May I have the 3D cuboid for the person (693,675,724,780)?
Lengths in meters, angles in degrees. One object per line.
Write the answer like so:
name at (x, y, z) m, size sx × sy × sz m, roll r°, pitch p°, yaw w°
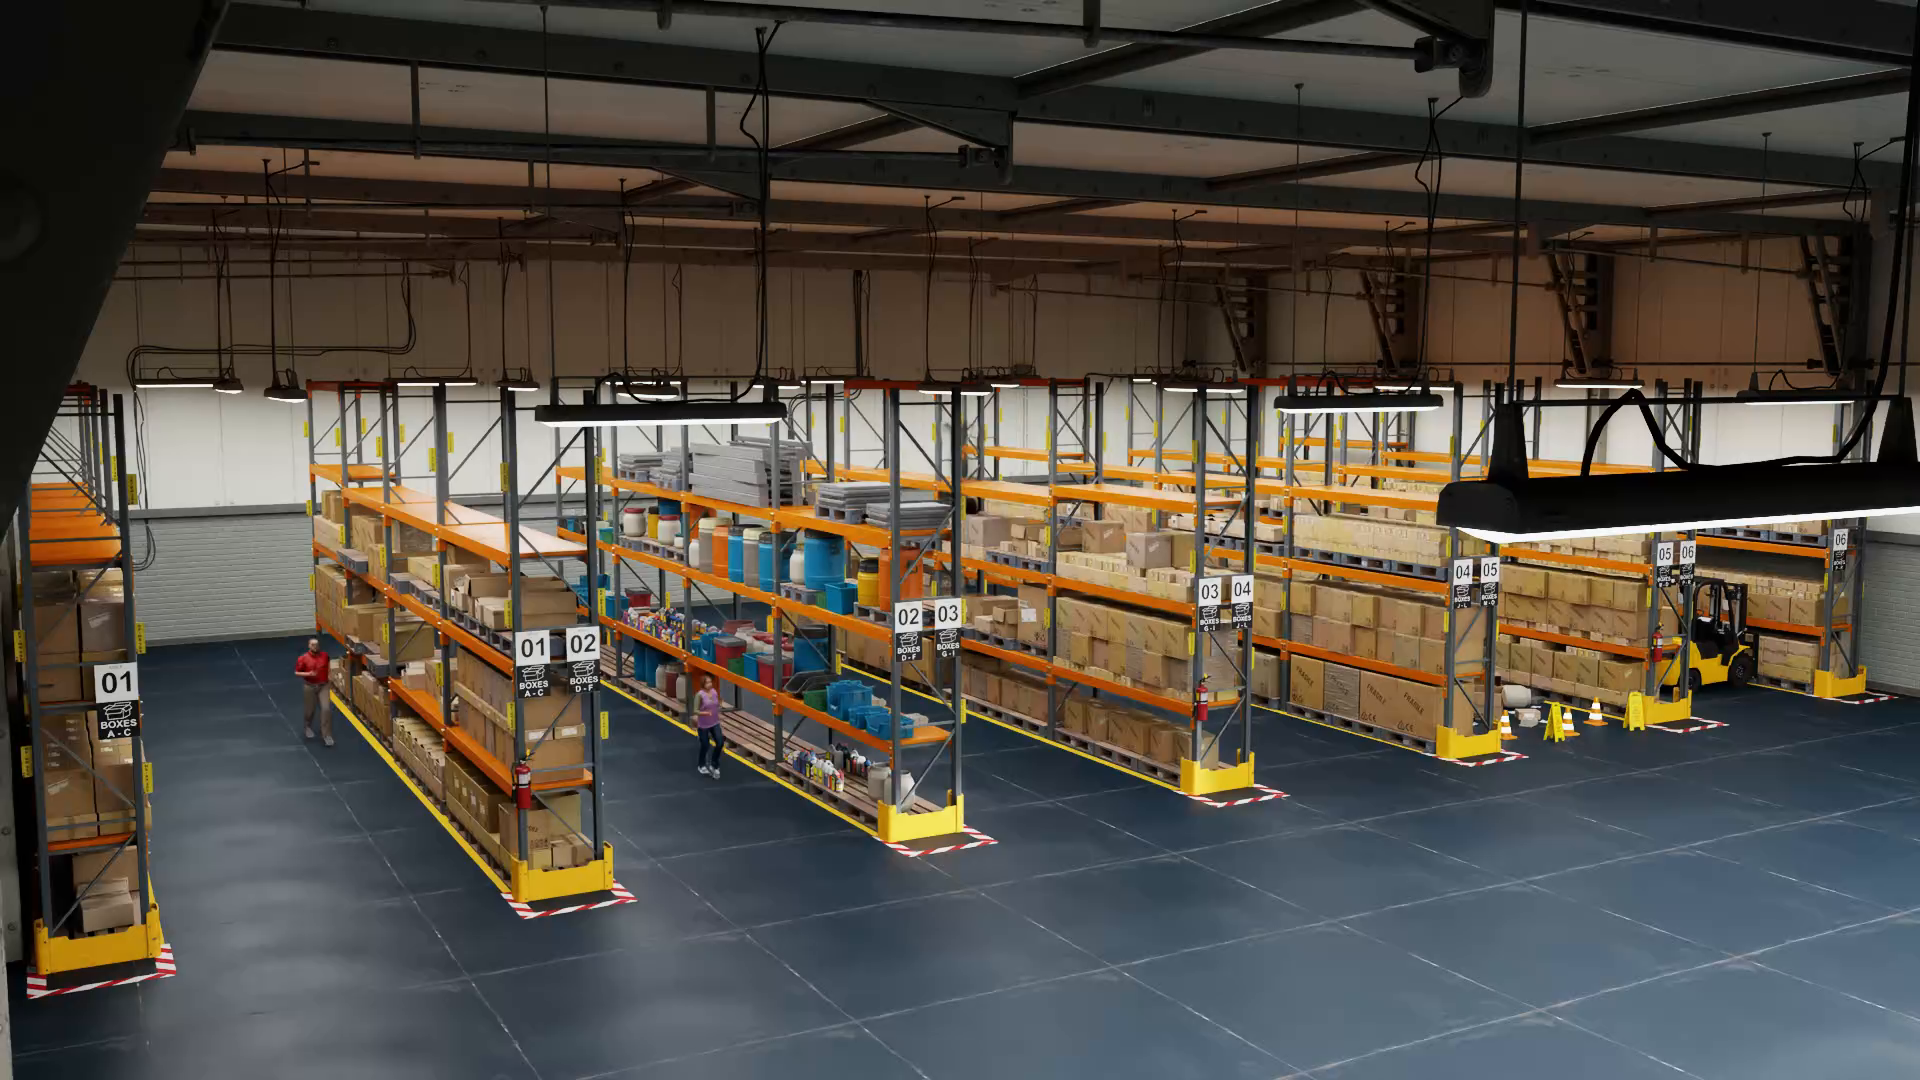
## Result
person at (-3.826, 2.853, 25.320) m, size 0.511 × 1.619 × 0.685 m, roll -4°, pitch 7°, yaw -31°

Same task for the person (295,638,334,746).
person at (-10.757, 2.508, 27.756) m, size 0.653 × 1.756 × 0.917 m, roll -5°, pitch 8°, yaw -37°
